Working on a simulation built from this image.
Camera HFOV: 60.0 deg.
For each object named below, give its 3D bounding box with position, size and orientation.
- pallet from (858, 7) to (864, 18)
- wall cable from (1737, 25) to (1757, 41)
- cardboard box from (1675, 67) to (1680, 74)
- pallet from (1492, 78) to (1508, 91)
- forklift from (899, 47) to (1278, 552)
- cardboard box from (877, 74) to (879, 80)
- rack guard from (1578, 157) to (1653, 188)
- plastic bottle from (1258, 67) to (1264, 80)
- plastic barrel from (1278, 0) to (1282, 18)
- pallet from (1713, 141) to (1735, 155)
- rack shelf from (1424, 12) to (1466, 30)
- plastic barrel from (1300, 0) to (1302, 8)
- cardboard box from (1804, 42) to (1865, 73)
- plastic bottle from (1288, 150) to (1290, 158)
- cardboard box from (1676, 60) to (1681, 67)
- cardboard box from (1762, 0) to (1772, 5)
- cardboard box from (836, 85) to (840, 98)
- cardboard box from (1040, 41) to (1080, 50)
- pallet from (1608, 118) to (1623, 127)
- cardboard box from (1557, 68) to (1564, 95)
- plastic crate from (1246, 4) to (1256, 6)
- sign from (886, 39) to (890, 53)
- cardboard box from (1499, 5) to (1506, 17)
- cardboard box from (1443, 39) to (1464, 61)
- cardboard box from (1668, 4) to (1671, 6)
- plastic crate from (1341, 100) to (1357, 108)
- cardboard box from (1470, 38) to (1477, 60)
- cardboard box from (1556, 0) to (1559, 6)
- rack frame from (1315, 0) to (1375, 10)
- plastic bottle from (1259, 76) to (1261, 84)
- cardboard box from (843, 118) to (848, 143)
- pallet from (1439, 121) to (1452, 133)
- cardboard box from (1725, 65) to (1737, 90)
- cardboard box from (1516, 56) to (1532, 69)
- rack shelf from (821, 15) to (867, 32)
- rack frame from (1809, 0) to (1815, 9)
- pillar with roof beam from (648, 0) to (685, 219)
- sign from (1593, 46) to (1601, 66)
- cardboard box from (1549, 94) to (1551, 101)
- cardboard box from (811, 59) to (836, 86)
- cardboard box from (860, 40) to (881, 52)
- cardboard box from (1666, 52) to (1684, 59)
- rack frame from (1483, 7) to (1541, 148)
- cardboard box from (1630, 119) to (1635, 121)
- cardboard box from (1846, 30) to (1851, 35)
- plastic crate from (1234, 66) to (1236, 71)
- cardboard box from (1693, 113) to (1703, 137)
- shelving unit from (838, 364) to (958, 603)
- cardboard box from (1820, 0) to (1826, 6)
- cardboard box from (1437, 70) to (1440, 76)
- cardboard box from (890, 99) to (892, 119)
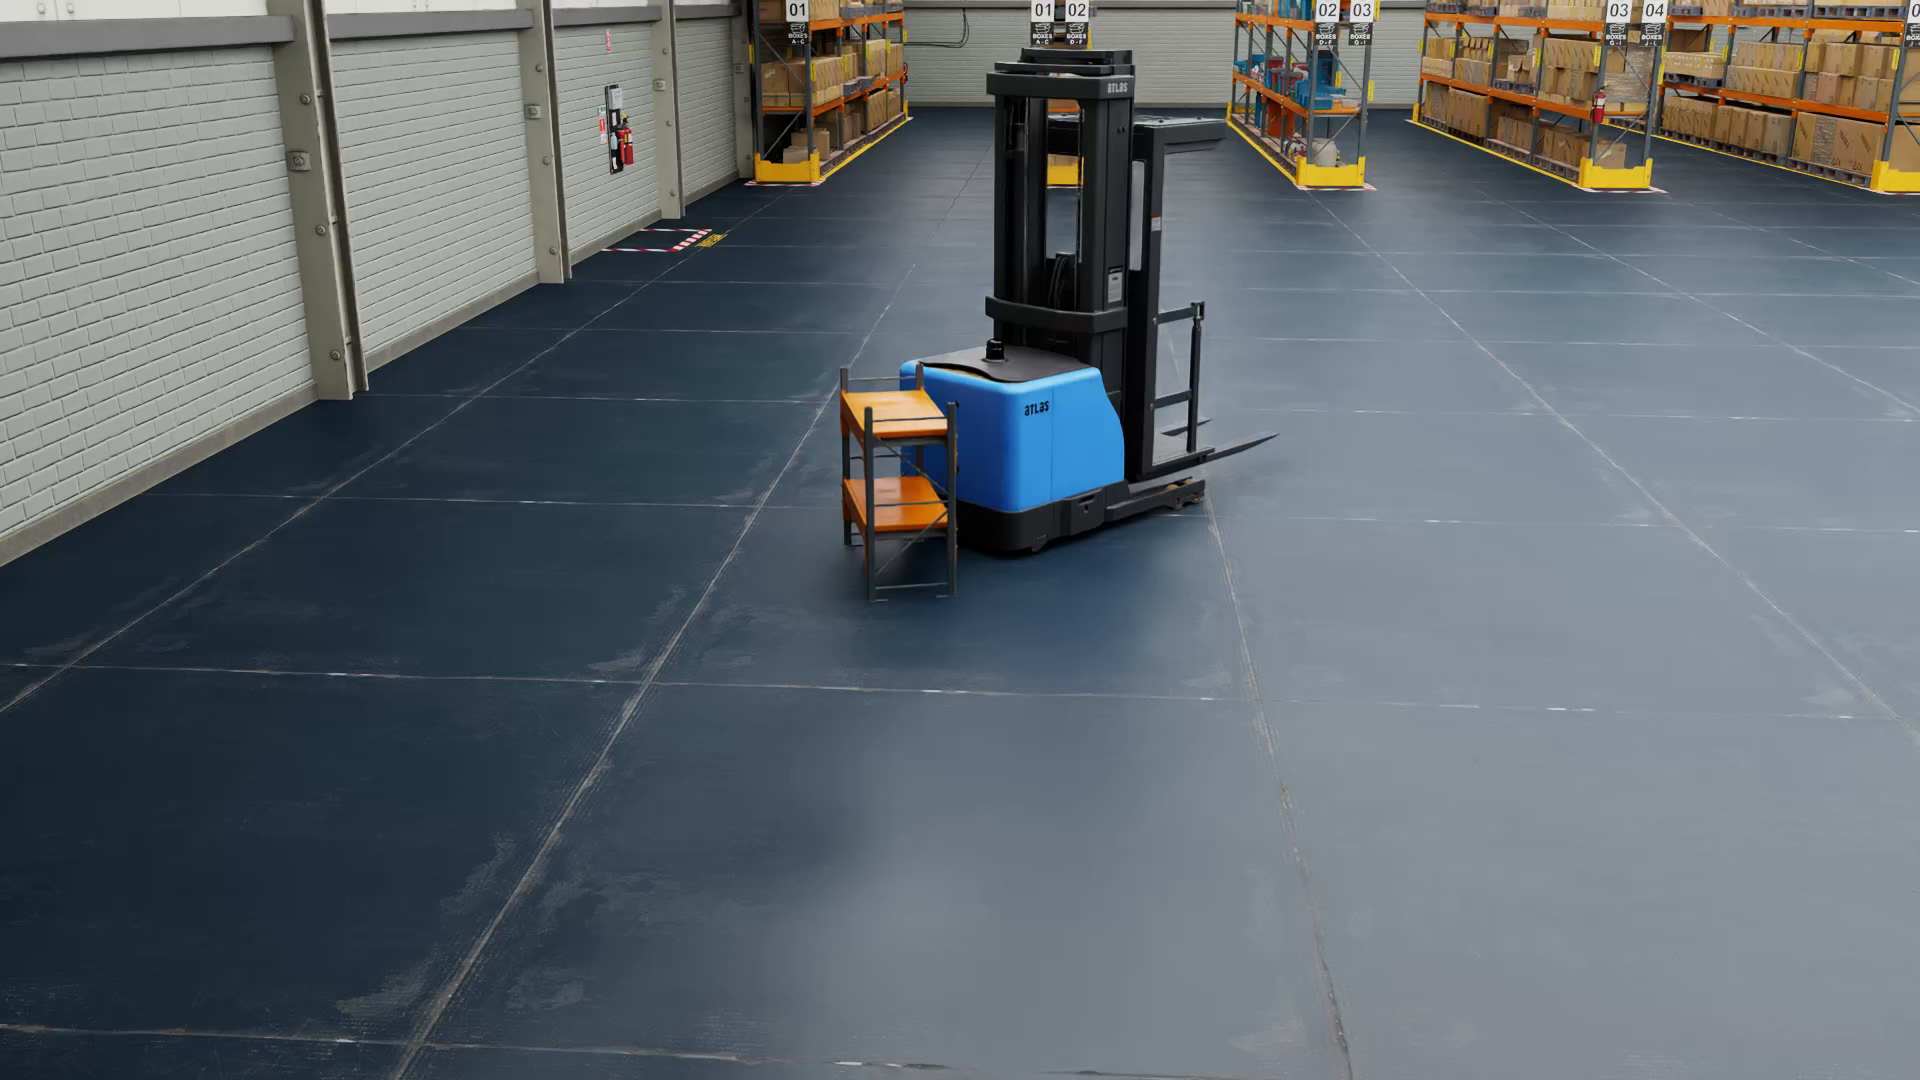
[{"bbox_3d":[-2.676,-11.117,35.017,1.213,0.211,1.003,1,18,4],"label":"pallet"},{"bbox_3d":[23.049,-14.692,48.763,0.585,1.953,0.123,1,18,4],"label":"wall cable"},{"bbox_3d":[16.877,-10.927,38.683,0.380,0.149,0.250,0,18,1],"label":"cardboard box"},{"bbox_3d":[12.265,-9.865,36.019,1.213,0.211,1.003,1,18,4],"label":"pallet"},{"bbox_3d":[1.005,-1.695,10.889,3.031,2.935,1.130,-17,25,-42],"label":"forklift"},{"bbox_3d":[-2.169,-11.216,40.208,0.380,0.149,0.250,1,18,4],"label":"cardboard box"},{"bbox_3d":[11.642,-6.531,29.551,1.175,0.500,0.348,1,18,4],"label":"rack guard"},{"bbox_3d":[7.008,-10.805,38.661,0.144,0.351,0.185,1,18,4],"label":"plastic bottle"},{"bbox_3d":[6.897,-11.281,34.410,0.600,0.901,0.708,1,18,4],"label":"plastic barrel"},{"bbox_3d":[17.019,-8.469,35.931,1.003,0.211,1.213,1,18,4],"label":"pallet"},{"bbox_3d":[12.640,-13.127,42.004,1.077,0.370,4.000,1,18,4],"label":"rack shelf"},{"bbox_3d":[6.805,-10.604,31.672,0.600,0.901,0.708,1,18,4],"label":"plastic barrel"},{"bbox_3d":[16.803,-9.266,31.908,0.875,0.550,0.550,1,18,4],"label":"cardboard box"},{"bbox_3d":[6.454,-7.540,32.403,0.097,0.201,0.097,0,18,0],"label":"plastic bottle"},{"bbox_3d":[16.880,-11.064,38.623,0.380,0.149,0.250,2,18,6],"label":"cardboard box"},{"bbox_3d":[16.806,-11.133,34.072,0.500,0.311,0.500,1,18,3],"label":"cardboard box"},{"bbox_3d":[-2.674,-8.899,32.972,0.500,0.250,0.500,1,18,4],"label":"cardboard box"},{"bbox_3d":[1.806,-8.742,30.042,0.700,0.500,0.500,1,18,4],"label":"cardboard box"},{"bbox_3d":[17.625,-10.922,43.416,1.003,0.211,1.213,1,18,4],"label":"pallet"},{"bbox_3d":[11.823,-8.676,31.444,0.875,0.500,0.500,1,18,4],"label":"cardboard box"},{"bbox_3d":[7.304,-13.168,41.245,0.416,0.233,0.300,1,18,4],"label":"plastic crate"},{"bbox_3d":[-1.783,-12.257,41.280,0.100,0.325,0.005,1,18,4],"label":"sign"},{"bbox_3d":[11.923,-11.393,35.800,0.500,0.250,0.500,2,18,5],"label":"cardboard box"},{"bbox_3d":[12.303,-12.153,41.253,0.500,0.500,0.500,1,18,4],"label":"cardboard box"},{"bbox_3d":[17.203,-12.792,40.070,0.500,0.250,0.500,2,18,5],"label":"cardboard box"},{"bbox_3d":[7.082,-7.951,30.294,0.298,0.136,0.250,1,18,4],"label":"plastic crate"},{"bbox_3d":[12.399,-11.535,39.036,0.797,0.503,0.637,1,18,5],"label":"cardboard box"},{"bbox_3d":[11.642,-10.303,31.831,0.380,0.149,0.250,0,18,1],"label":"cardboard box"},{"bbox_3d":[6.697,-10.656,28.493,1.000,3.000,0.127,1,18,4],"label":"rack frame"},{"bbox_3d":[6.958,-10.619,38.334,0.097,0.201,0.097,0,18,0],"label":"plastic bottle"},{"bbox_3d":[-2.798,-8.838,35.887,0.700,0.500,0.500,1,18,5],"label":"cardboard box"},{"bbox_3d":[12.630,-10.331,41.613,1.003,0.211,1.213,1,18,4],"label":"pallet"},{"bbox_3d":[16.849,-9.952,35.816,0.500,0.500,0.500,1,18,5],"label":"cardboard box"},{"bbox_3d":[12.271,-10.082,35.541,0.700,0.500,0.500,4,19,12],"label":"cardboard box"},{"bbox_3d":[-2.755,-10.974,35.434,1.077,0.370,4.000,1,18,4],"label":"rack shelf"},{"bbox_3d":[16.863,-11.646,31.513,1.000,3.000,0.127,1,18,4],"label":"rack frame"},{"bbox_3d":[-0.134,-9.155,23.910,9.100,9.000,0.400,1,18,4],"label":"pillar with roof beam"},{"bbox_3d":[11.085,-8.414,28.917,0.100,0.325,0.005,1,18,4],"label":"sign"},{"bbox_3d":[11.578,-8.524,32.024,0.380,0.149,0.250,1,18,4],"label":"cardboard box"},{"bbox_3d":[-2.701,-9.099,32.378,0.500,0.500,0.500,1,18,2],"label":"cardboard box"},{"bbox_3d":[-2.186,-11.841,39.867,0.500,0.250,0.500,2,18,5],"label":"cardboard box"},{"bbox_3d":[16.936,-11.444,39.304,0.380,0.149,0.250,2,18,5],"label":"cardboard box"},{"bbox_3d":[12.210,-10.180,36.672,1.000,3.000,0.127,1,18,4],"label":"rack frame"},{"bbox_3d":[17.269,-10.731,42.258,0.380,0.149,0.250,1,18,4],"label":"cardboard box"},{"bbox_3d":[22.243,-12.607,41.271,0.380,0.149,0.250,1,18,4],"label":"cardboard box"},{"bbox_3d":[7.392,-12.511,44.114,0.250,0.136,0.298,1,18,4],"label":"plastic crate"},{"bbox_3d":[16.978,-9.421,37.696,0.500,0.500,0.500,2,18,6],"label":"cardboard box"},{"bbox_3d":[-0.371,-0.354,9.698,0.538,1.125,1.048,-4,18,-11],"label":"shelving unit"},{"bbox_3d":[16.482,-10.162,31.371,0.380,0.149,0.250,1,18,4],"label":"cardboard box"},{"bbox_3d":[12.284,-11.804,42.032,0.380,0.149,0.250,1,18,3],"label":"cardboard box"},{"bbox_3d":[-2.130,-11.151,42.978,0.700,0.500,0.500,1,18,3],"label":"cardboard box"}]
